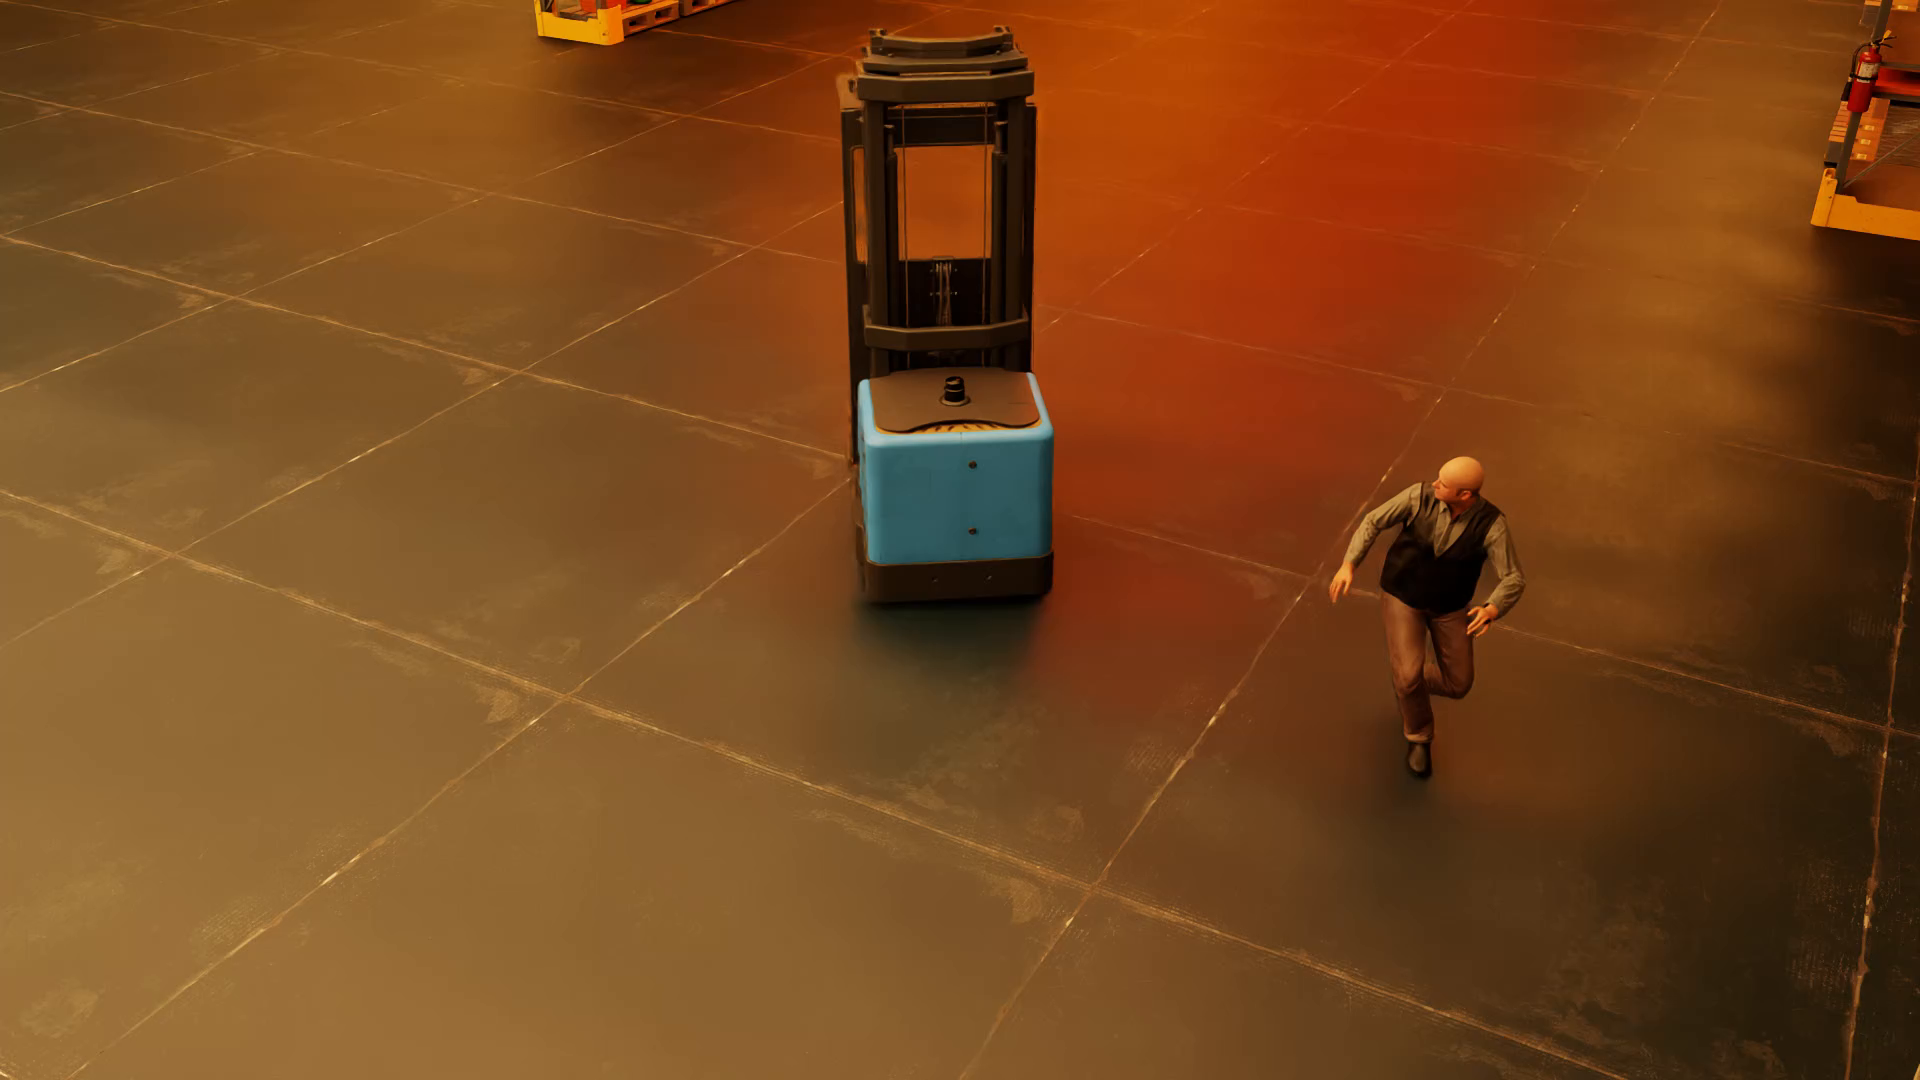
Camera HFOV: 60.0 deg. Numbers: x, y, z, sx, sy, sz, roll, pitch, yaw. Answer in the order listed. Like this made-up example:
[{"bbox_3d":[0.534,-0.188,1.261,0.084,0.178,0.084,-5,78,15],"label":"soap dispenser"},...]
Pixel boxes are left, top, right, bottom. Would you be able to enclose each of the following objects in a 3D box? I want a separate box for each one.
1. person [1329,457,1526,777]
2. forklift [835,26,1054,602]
[{"bbox_3d":[2.176,0.330,7.844,0.857,1.595,0.815,5,30,8],"label":"person"},{"bbox_3d":[-0.146,-1.633,9.901,1.130,2.935,3.031,-3,30,-5],"label":"forklift"}]
